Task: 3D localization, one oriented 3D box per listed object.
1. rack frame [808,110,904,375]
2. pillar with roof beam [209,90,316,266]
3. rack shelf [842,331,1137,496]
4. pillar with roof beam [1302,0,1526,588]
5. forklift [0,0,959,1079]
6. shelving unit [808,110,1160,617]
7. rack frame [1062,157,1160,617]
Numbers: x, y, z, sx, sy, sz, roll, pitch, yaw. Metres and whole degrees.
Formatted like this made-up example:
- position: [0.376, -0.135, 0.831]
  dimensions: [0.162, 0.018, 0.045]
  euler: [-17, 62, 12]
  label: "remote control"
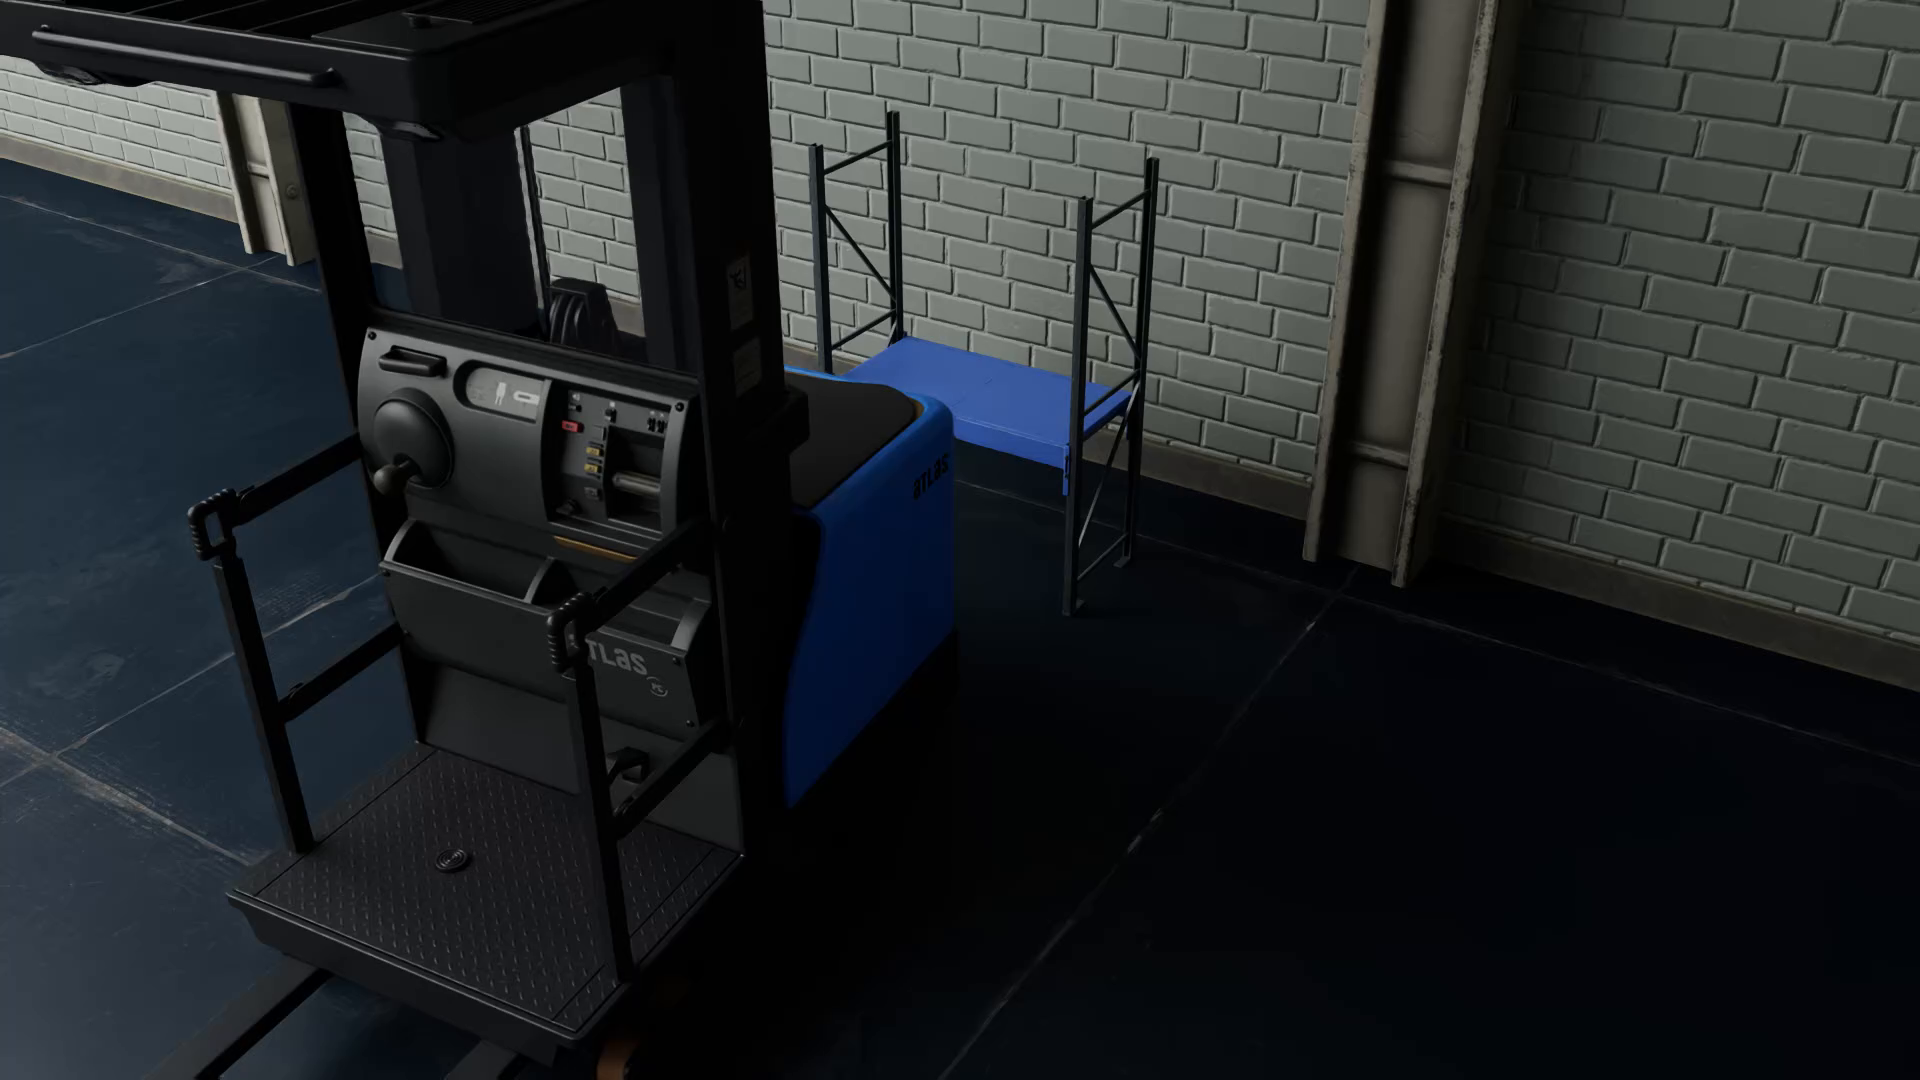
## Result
- position: [-0.358, -0.761, 6.066]
  dimensions: [0.032, 1.500, 0.500]
  euler: [18, 35, 27]
  label: "rack frame"
- position: [-5.861, -3.601, 3.492]
  dimensions: [0.400, 9.000, 9.100]
  euler: [18, 35, 27]
  label: "pillar with roof beam"
- position: [0.072, -0.470, 5.924]
  dimensions: [1.000, 0.185, 0.538]
  euler: [18, 35, 27]
  label: "rack shelf"
- position: [-0.779, -1.994, 0.737]
  dimensions: [0.400, 9.000, 9.100]
  euler: [18, 35, 27]
  label: "pillar with roof beam"
- position: [-1.110, -0.191, 3.668]
  dimensions: [1.130, 2.935, 3.031]
  euler: [14, 33, 23]
  label: "forklift"
- position: [0.072, -0.625, 5.833]
  dimensions: [1.048, 1.500, 0.538]
  euler: [18, 35, 27]
  label: "shelving unit"
- position: [0.503, -0.489, 5.599]
  dimensions: [0.032, 1.500, 0.500]
  euler: [18, 35, 27]
  label: "rack frame"
